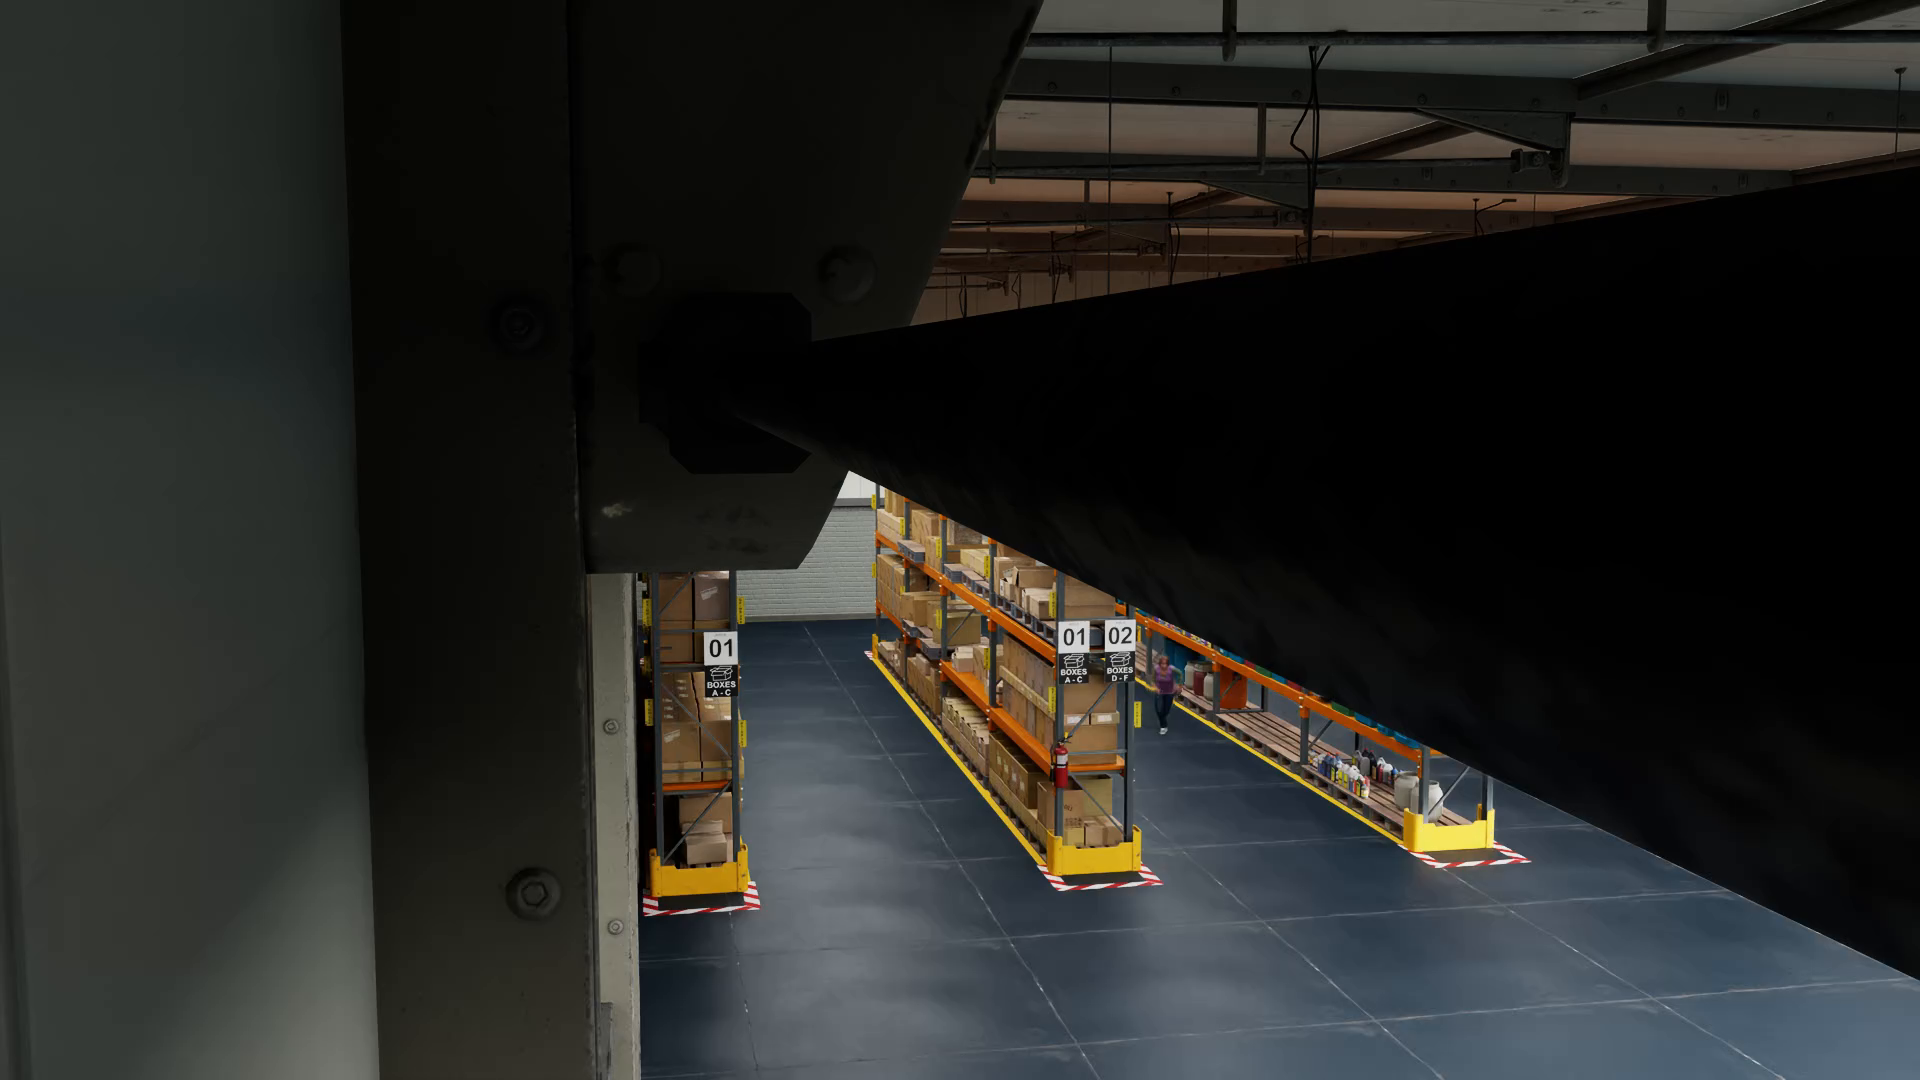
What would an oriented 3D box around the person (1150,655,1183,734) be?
[{"bbox_3d":[3.576,2.672,28.797,0.561,1.435,0.780,1,6,7],"label":"person"}]
